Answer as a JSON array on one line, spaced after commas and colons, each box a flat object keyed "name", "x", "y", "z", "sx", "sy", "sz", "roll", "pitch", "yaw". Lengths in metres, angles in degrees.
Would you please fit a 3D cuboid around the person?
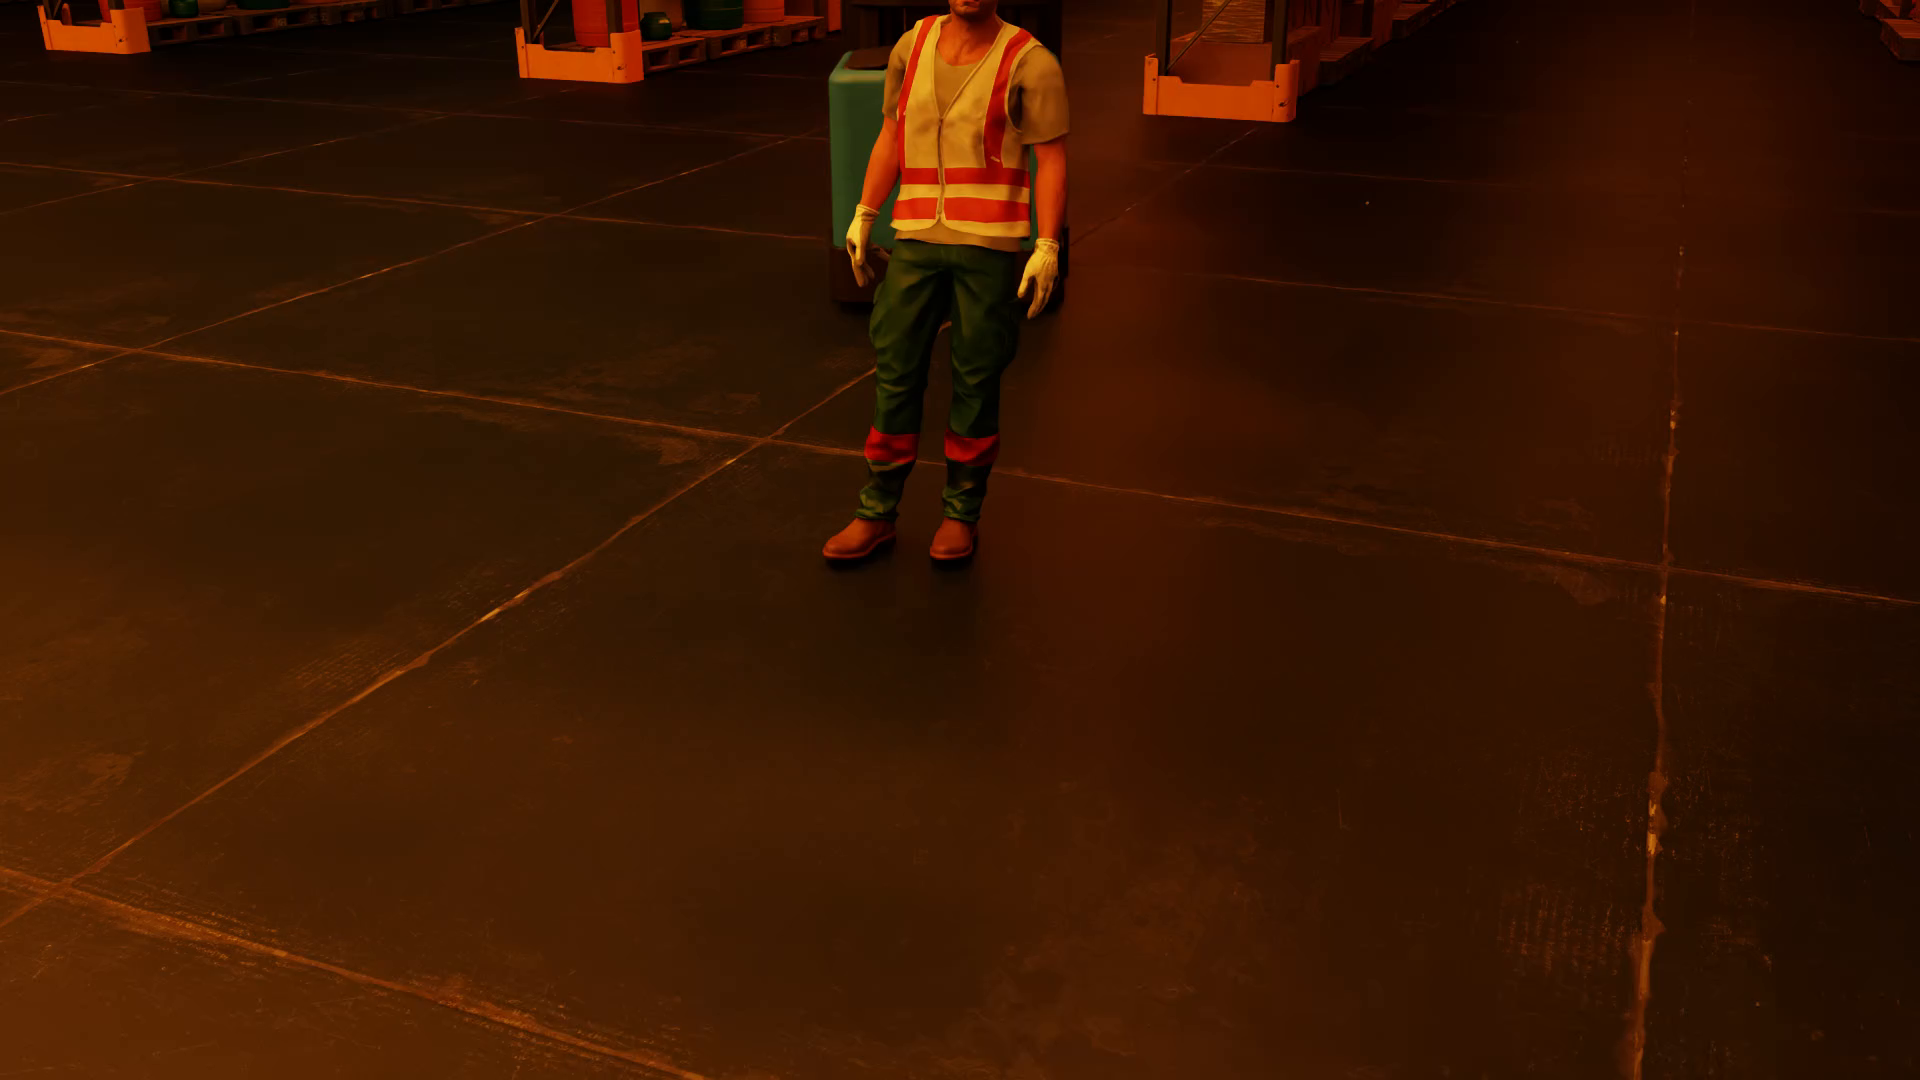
[{"name": "person", "x": -0.042, "y": -0.805, "z": 4.680, "sx": 0.637, "sy": 1.790, "sz": 0.562, "roll": 9, "pitch": 24, "yaw": 21}]

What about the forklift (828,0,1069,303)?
[{"name": "forklift", "x": -0.038, "y": -2.932, "z": 8.306, "sx": 1.130, "sy": 2.935, "sz": 3.031, "roll": 0, "pitch": 23, "yaw": 1}]
